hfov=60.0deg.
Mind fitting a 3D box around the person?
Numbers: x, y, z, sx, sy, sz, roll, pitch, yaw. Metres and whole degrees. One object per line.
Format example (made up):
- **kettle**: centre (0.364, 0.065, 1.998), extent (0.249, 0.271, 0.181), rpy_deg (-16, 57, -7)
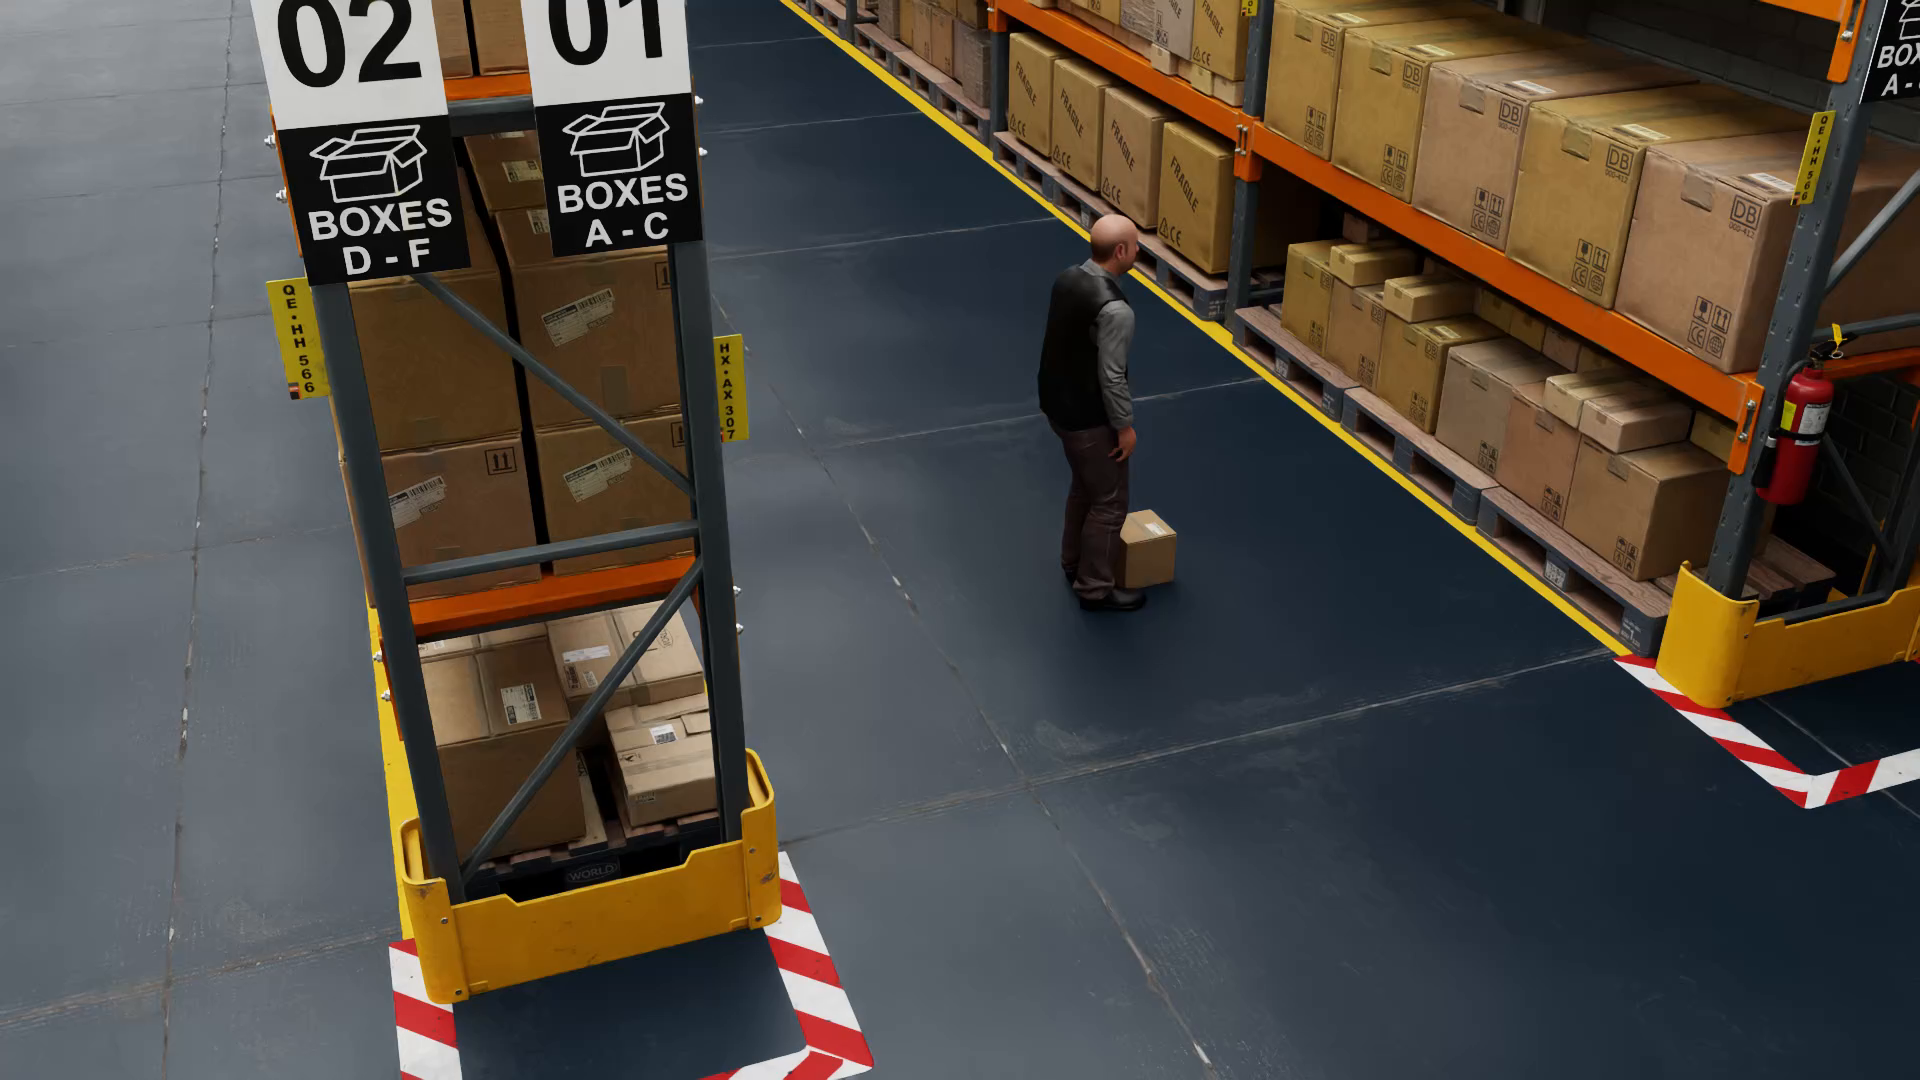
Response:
- **person**: centre (0.573, -0.545, 7.110), extent (0.461, 1.721, 0.582), rpy_deg (-11, 31, -18)
